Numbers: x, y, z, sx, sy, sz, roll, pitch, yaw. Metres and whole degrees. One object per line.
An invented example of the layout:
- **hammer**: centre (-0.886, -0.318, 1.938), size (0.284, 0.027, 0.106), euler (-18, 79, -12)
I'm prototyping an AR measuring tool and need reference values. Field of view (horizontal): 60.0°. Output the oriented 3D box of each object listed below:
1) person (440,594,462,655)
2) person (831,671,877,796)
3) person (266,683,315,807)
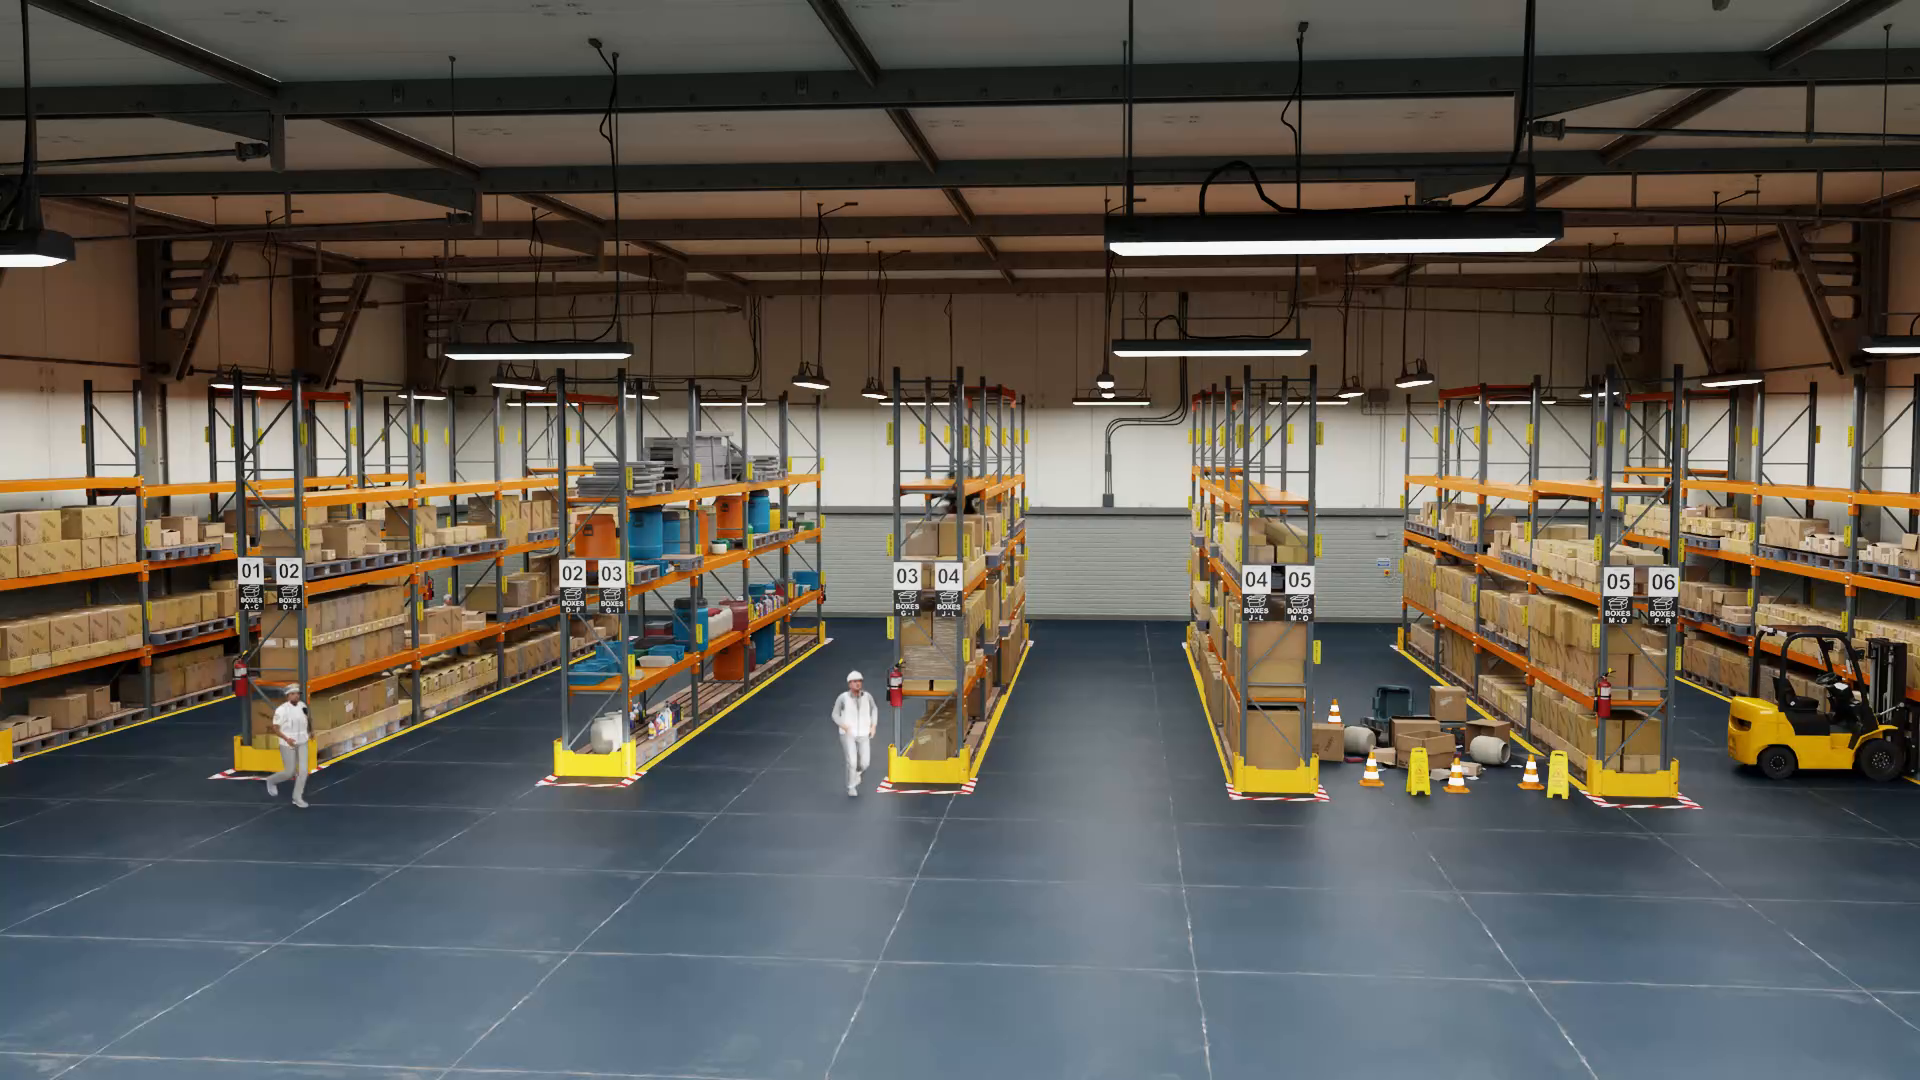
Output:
- **person**: centre (-10.826, 1.989, 35.390), size (0.627, 1.713, 0.874), euler (1, 4, 8)
- **person**: centre (-1.460, 2.695, 23.277), size (0.690, 1.729, 0.607), euler (-1, 4, -21)
- **person**: centre (-9.103, 2.773, 22.666), size (0.684, 1.688, 0.583), euler (3, 4, 36)
